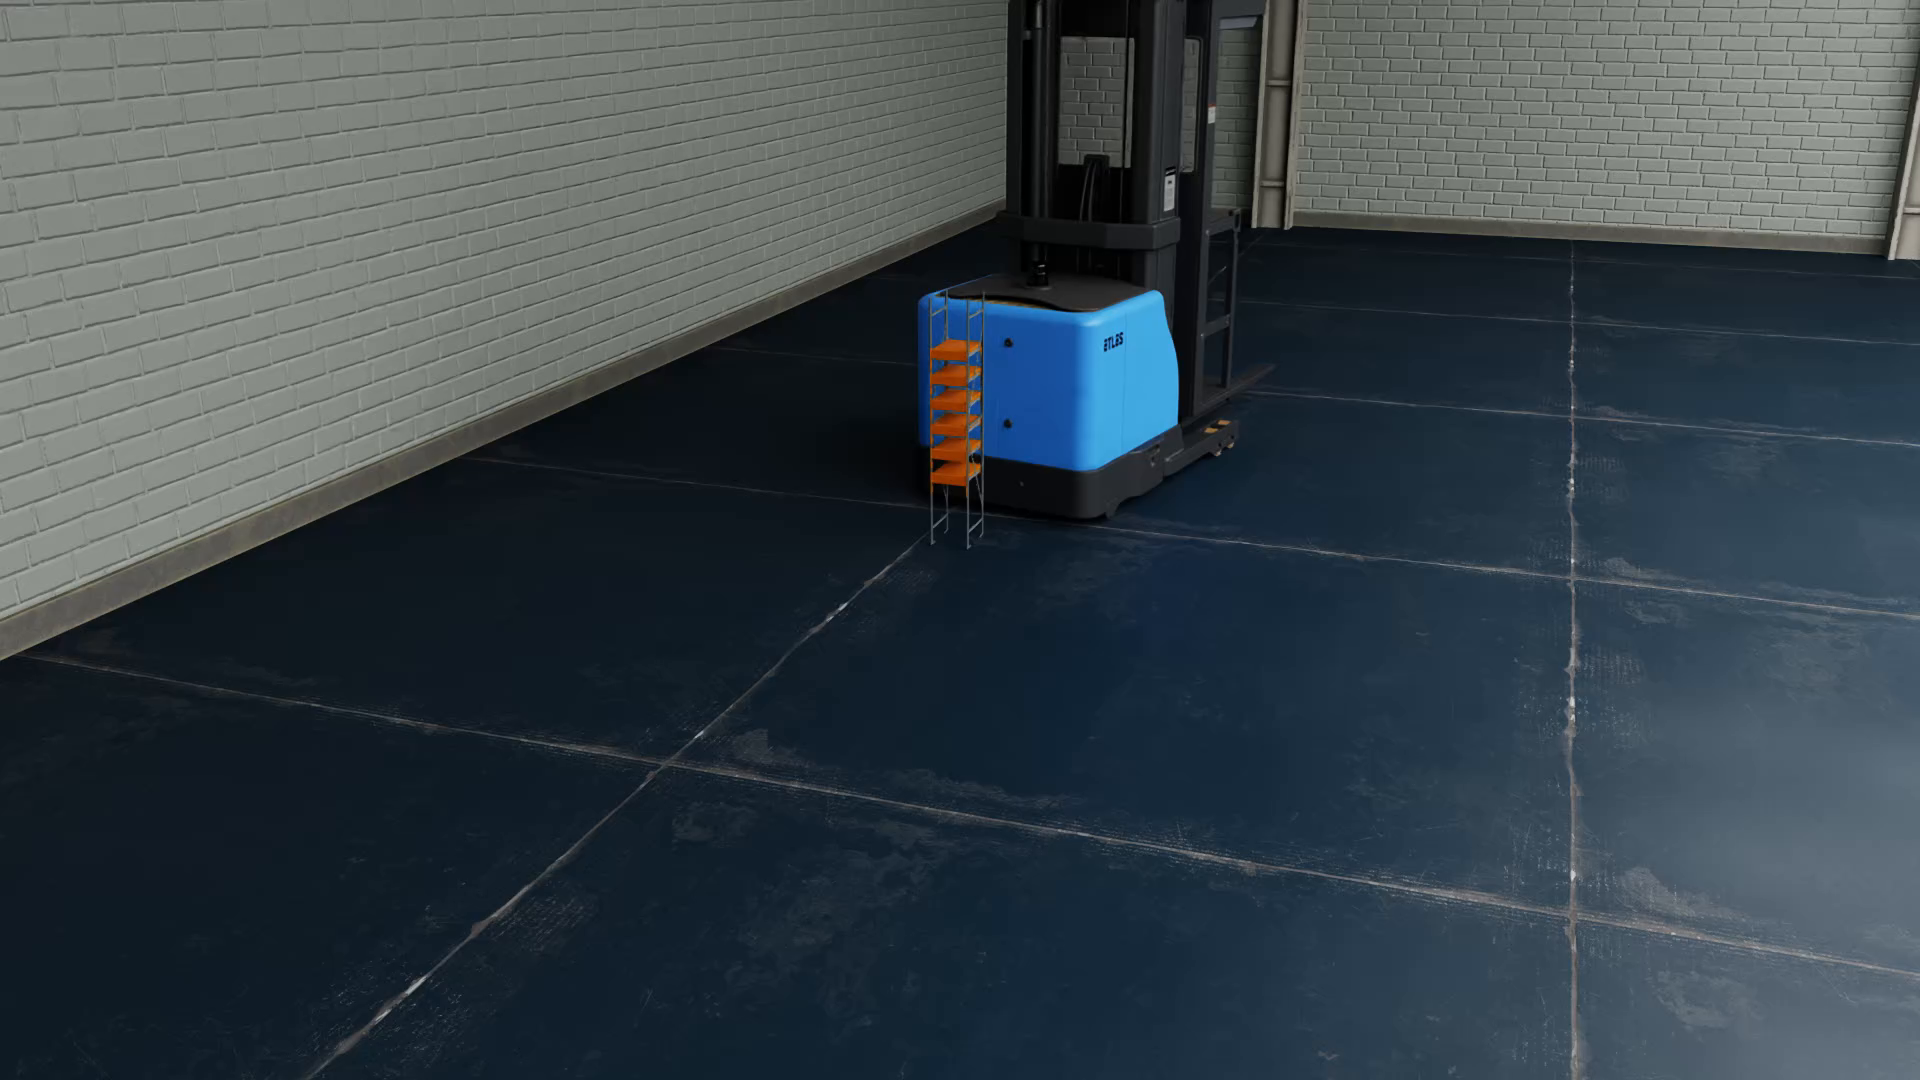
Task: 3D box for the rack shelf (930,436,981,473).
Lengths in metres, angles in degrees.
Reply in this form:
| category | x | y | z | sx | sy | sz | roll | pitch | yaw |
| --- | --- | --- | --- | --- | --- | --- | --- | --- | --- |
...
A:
| category | x | y | z | sx | sy | sz | roll | pitch | yaw |
| --- | --- | --- | --- | --- | --- | --- | --- | --- | --- |
| rack shelf | -0.014 | -0.413 | 7.937 | 0.180 | 0.103 | 0.258 | 7 | 20 | 18 |

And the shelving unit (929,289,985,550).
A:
| category | x | y | z | sx | sy | sz | roll | pitch | yaw |
| --- | --- | --- | --- | --- | --- | --- | --- | --- | --- |
| shelving unit | -0.014 | -0.568 | 7.883 | 0.189 | 1.200 | 0.258 | 7 | 20 | 18 |

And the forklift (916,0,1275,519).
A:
| category | x | y | z | sx | sy | sz | roll | pitch | yaw |
| --- | --- | --- | --- | --- | --- | --- | --- | --- | --- |
| forklift | 0.956 | -1.923 | 9.141 | 1.130 | 2.935 | 3.031 | 11 | 22 | 29 |

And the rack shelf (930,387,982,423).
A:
| category | x | y | z | sx | sy | sz | roll | pitch | yaw |
| --- | --- | --- | --- | --- | --- | --- | --- | --- | --- |
| rack shelf | -0.014 | -0.639 | 7.858 | 0.180 | 0.103 | 0.258 | 7 | 20 | 18 |

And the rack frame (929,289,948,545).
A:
| category | x | y | z | sx | sy | sz | roll | pitch | yaw |
| --- | --- | --- | --- | --- | --- | --- | --- | --- | --- |
| rack frame | -0.100 | -0.578 | 7.912 | 0.006 | 1.200 | 0.240 | 7 | 20 | 18 |

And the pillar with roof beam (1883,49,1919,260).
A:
| category | x | y | z | sx | sy | sz | roll | pitch | yaw |
| --- | --- | --- | --- | --- | --- | --- | --- | --- | --- |
| pillar with roof beam | 7.553 | -5.577 | 10.403 | 0.400 | 9.000 | 9.100 | 7 | 20 | 18 |

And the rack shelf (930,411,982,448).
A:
| category | x | y | z | sx | sy | sz | roll | pitch | yaw |
| --- | --- | --- | --- | --- | --- | --- | --- | --- | --- |
| rack shelf | -0.014 | -0.526 | 7.898 | 0.180 | 0.103 | 0.258 | 7 | 20 | 18 |

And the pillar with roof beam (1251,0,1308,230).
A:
| category | x | y | z | sx | sy | sz | roll | pitch | yaw |
| --- | --- | --- | --- | --- | --- | --- | --- | --- | --- |
| pillar with roof beam | 1.886 | -6.225 | 12.263 | 0.400 | 9.000 | 9.100 | 7 | 20 | 18 |

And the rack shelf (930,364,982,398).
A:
| category | x | y | z | sx | sy | sz | roll | pitch | yaw |
| --- | --- | --- | --- | --- | --- | --- | --- | --- | --- |
| rack shelf | -0.014 | -0.753 | 7.819 | 0.180 | 0.103 | 0.258 | 7 | 20 | 18 |

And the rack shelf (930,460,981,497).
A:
| category | x | y | z | sx | sy | sz | roll | pitch | yaw |
| --- | --- | --- | --- | --- | --- | --- | --- | --- | --- |
| rack shelf | -0.014 | -0.300 | 7.977 | 0.180 | 0.103 | 0.258 | 7 | 20 | 18 |

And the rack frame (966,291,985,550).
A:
| category | x | y | z | sx | sy | sz | roll | pitch | yaw |
| --- | --- | --- | --- | --- | --- | --- | --- | --- | --- |
| rack frame | 0.073 | -0.558 | 7.855 | 0.006 | 1.200 | 0.240 | 7 | 20 | 18 |

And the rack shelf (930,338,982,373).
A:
| category | x | y | z | sx | sy | sz | roll | pitch | yaw |
| --- | --- | --- | --- | --- | --- | --- | --- | --- | --- |
| rack shelf | -0.014 | -0.866 | 7.779 | 0.180 | 0.103 | 0.258 | 7 | 20 | 18 |
